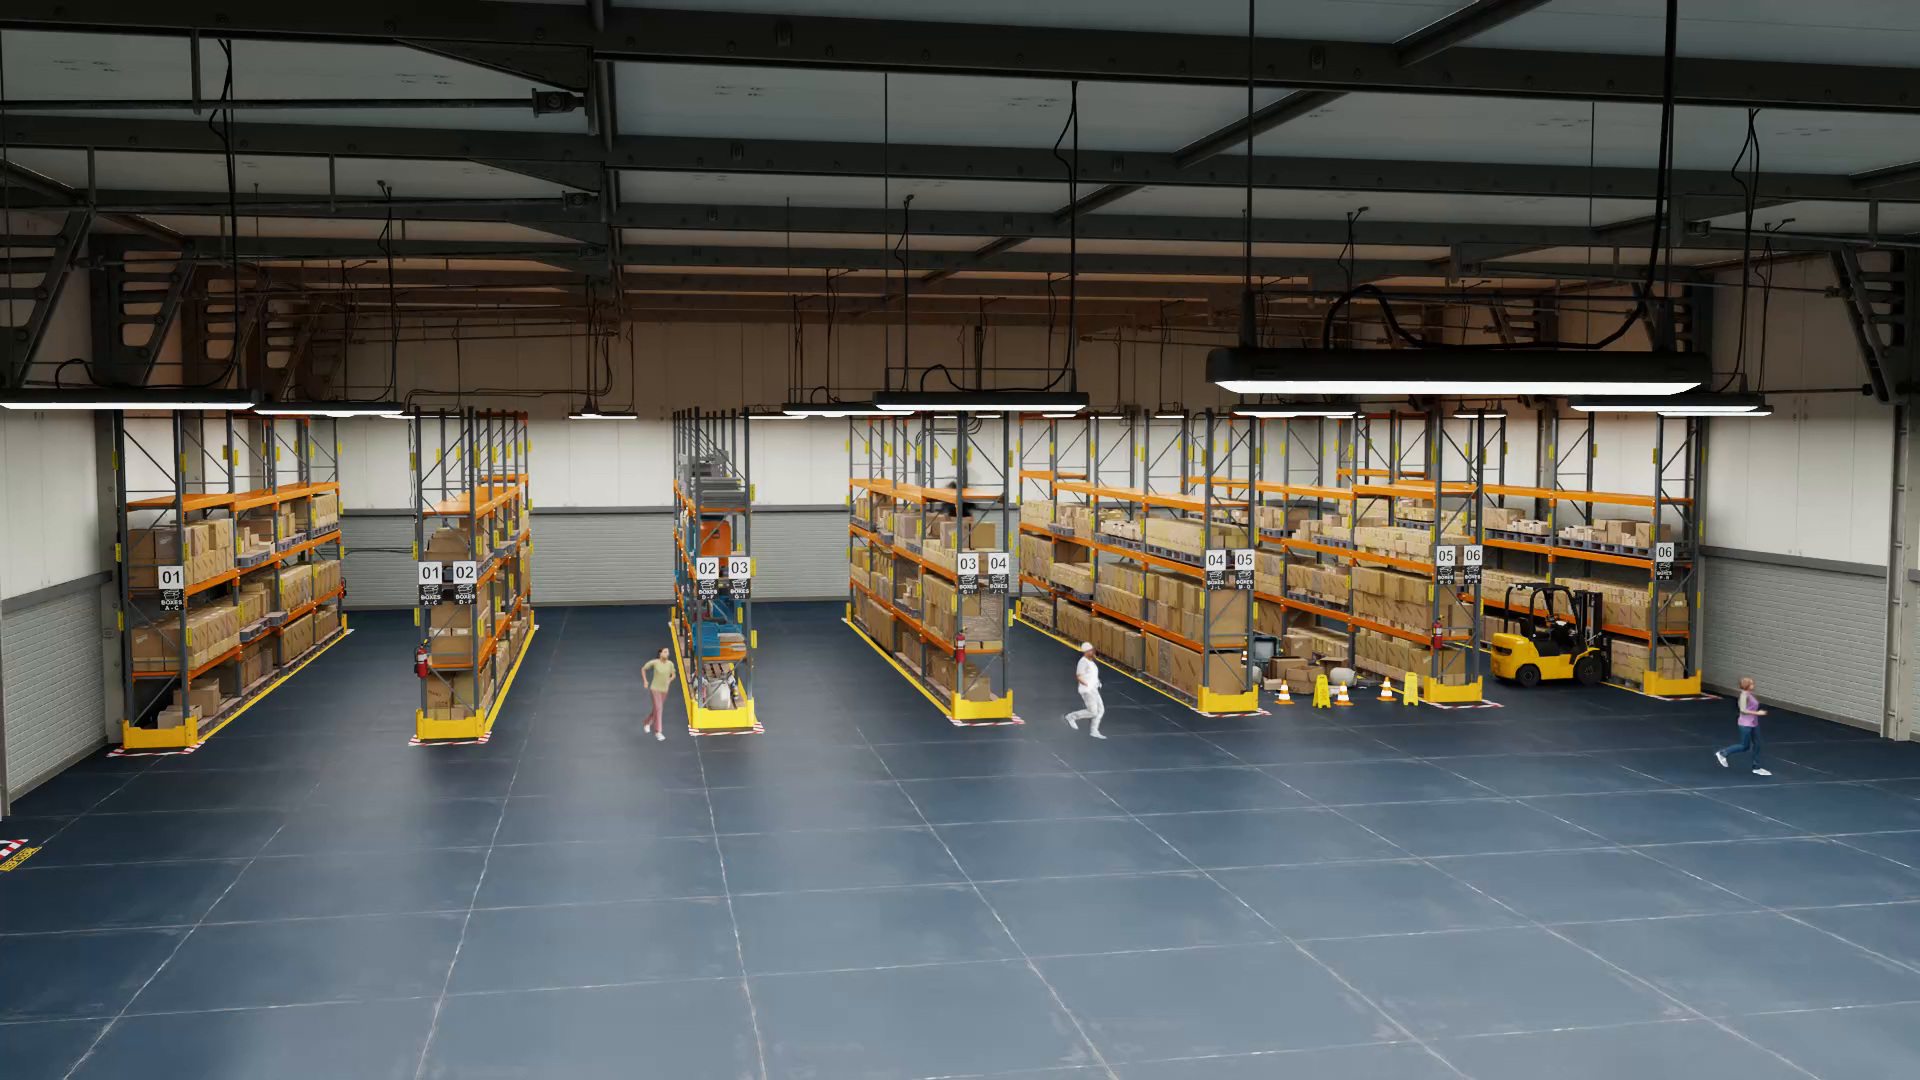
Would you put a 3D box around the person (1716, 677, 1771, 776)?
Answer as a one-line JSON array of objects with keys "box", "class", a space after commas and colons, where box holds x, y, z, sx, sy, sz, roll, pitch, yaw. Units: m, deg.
[{"box": [12.756, 3.010, 27.010, 0.819, 1.575, 0.552, 3, 5, 38], "class": "person"}]

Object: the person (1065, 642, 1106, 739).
[{"box": [2.287, 2.726, 30.134, 0.733, 1.757, 0.687, 1, 4, 16], "class": "person"}]

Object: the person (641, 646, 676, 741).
[{"box": [-5.444, 2.743, 30.242, 0.612, 1.648, 0.927, -3, 5, -38], "class": "person"}]
